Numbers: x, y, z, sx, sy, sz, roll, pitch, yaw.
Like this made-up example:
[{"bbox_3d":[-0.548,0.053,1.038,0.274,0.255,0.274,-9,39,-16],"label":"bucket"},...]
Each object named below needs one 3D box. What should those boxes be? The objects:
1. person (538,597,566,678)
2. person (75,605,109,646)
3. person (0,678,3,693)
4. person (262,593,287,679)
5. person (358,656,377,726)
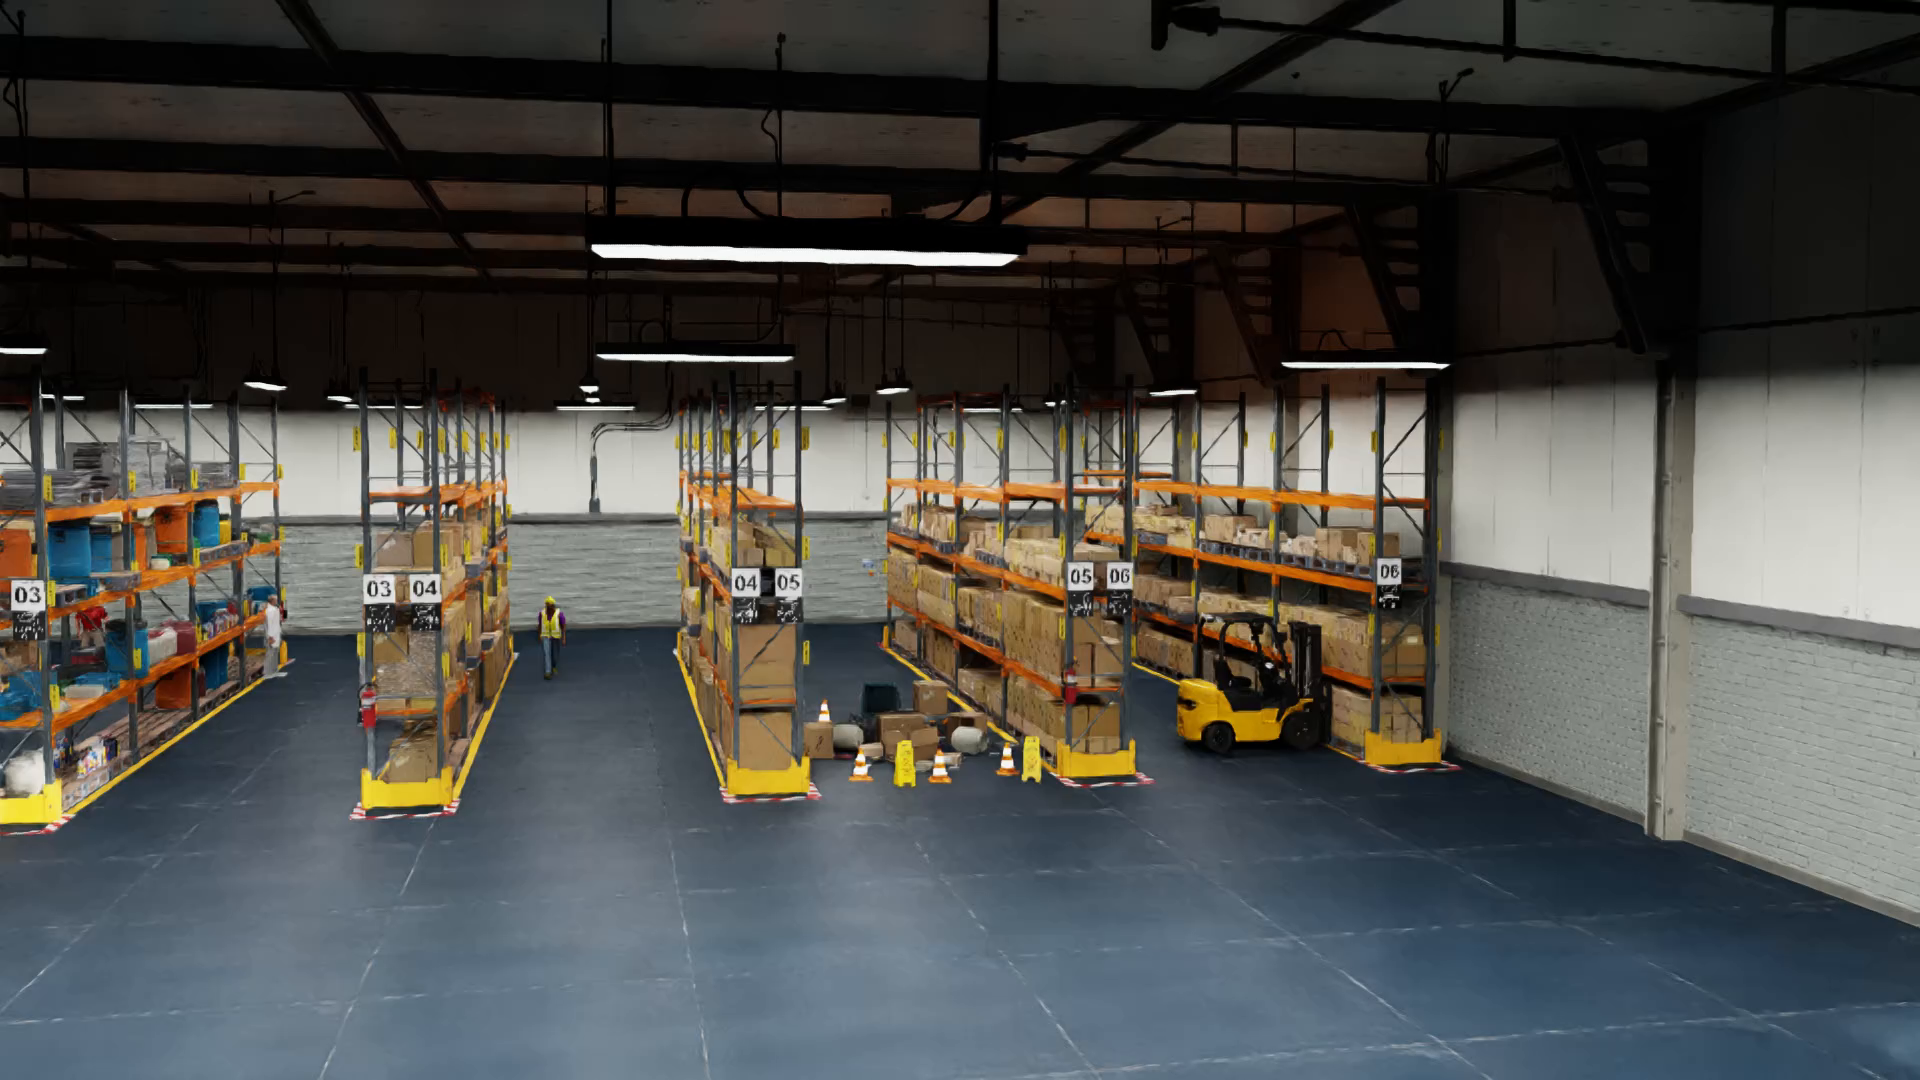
[{"bbox_3d":[-8.654,2.048,35.266,0.591,1.716,1.042,-1,3,-13],"label":"person"},{"bbox_3d":[-18.817,2.024,36.061,0.682,1.676,0.535,-1,4,-14],"label":"person"},{"bbox_3d":[-15.546,2.626,26.451,0.585,1.618,0.507,-1,4,-14],"label":"person"},{"bbox_3d":[-14.475,2.048,35.048,0.449,1.709,0.695,-1,4,-15],"label":"person"},{"bbox_3d":[-10.384,2.479,29.331,0.416,1.512,1.028,-1,4,-14],"label":"person"}]
